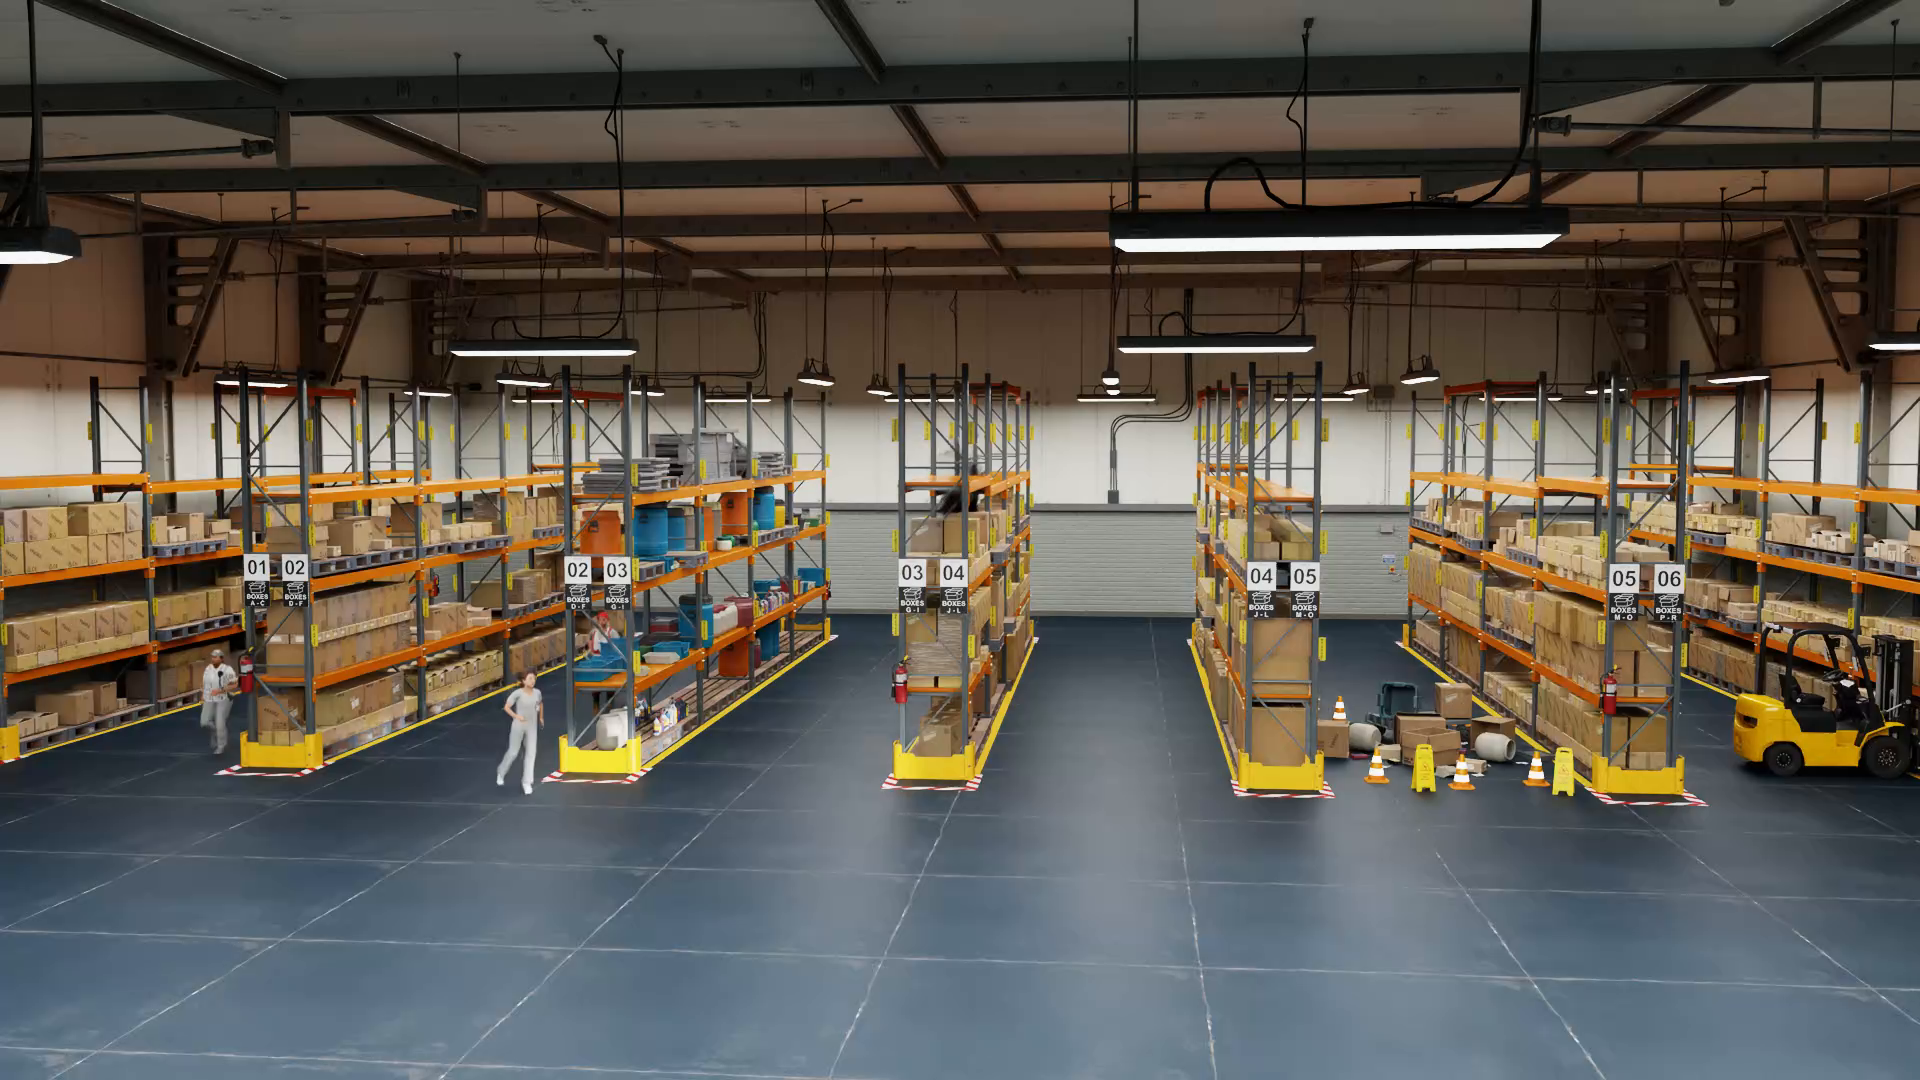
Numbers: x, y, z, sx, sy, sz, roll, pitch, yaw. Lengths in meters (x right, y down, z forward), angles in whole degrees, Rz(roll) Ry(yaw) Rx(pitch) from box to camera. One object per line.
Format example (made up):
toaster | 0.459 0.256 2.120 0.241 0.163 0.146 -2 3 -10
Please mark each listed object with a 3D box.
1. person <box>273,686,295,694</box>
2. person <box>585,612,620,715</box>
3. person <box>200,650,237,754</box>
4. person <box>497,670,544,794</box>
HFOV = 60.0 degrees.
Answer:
person | -11.663 2.348 28.793 0.546 1.725 0.756 0 4 3
person | -6.395 2.203 29.735 0.645 1.841 0.767 0 4 1
person | -11.637 2.531 26.046 0.627 1.635 0.513 0 4 2
person | -6.106 2.663 23.378 0.647 1.659 0.936 -3 4 -35
